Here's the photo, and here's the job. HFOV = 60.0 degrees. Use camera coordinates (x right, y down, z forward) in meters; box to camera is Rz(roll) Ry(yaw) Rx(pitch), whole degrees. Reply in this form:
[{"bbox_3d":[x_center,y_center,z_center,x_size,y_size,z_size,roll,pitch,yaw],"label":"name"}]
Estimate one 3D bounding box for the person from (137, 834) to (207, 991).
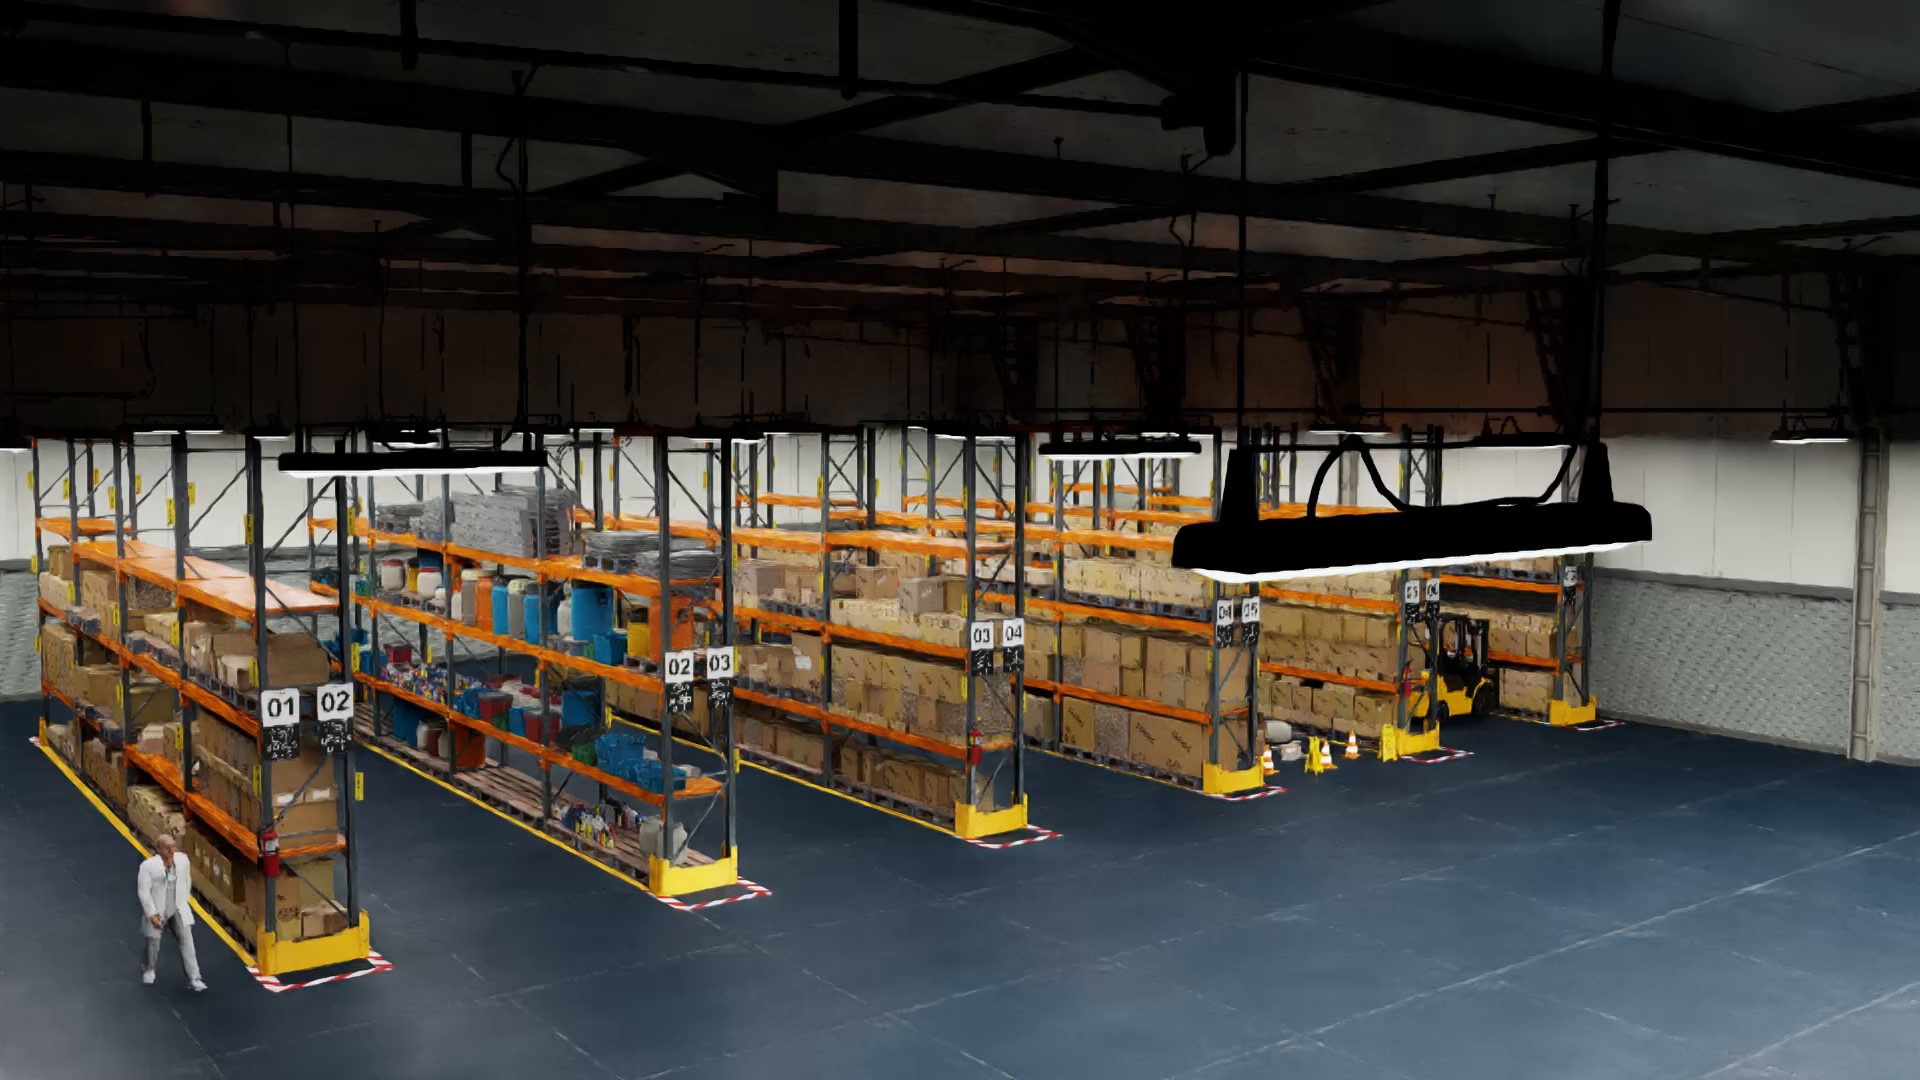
[{"bbox_3d":[-8.638,4.030,18.118,0.603,1.703,1.127,-4,6,-43],"label":"person"}]
